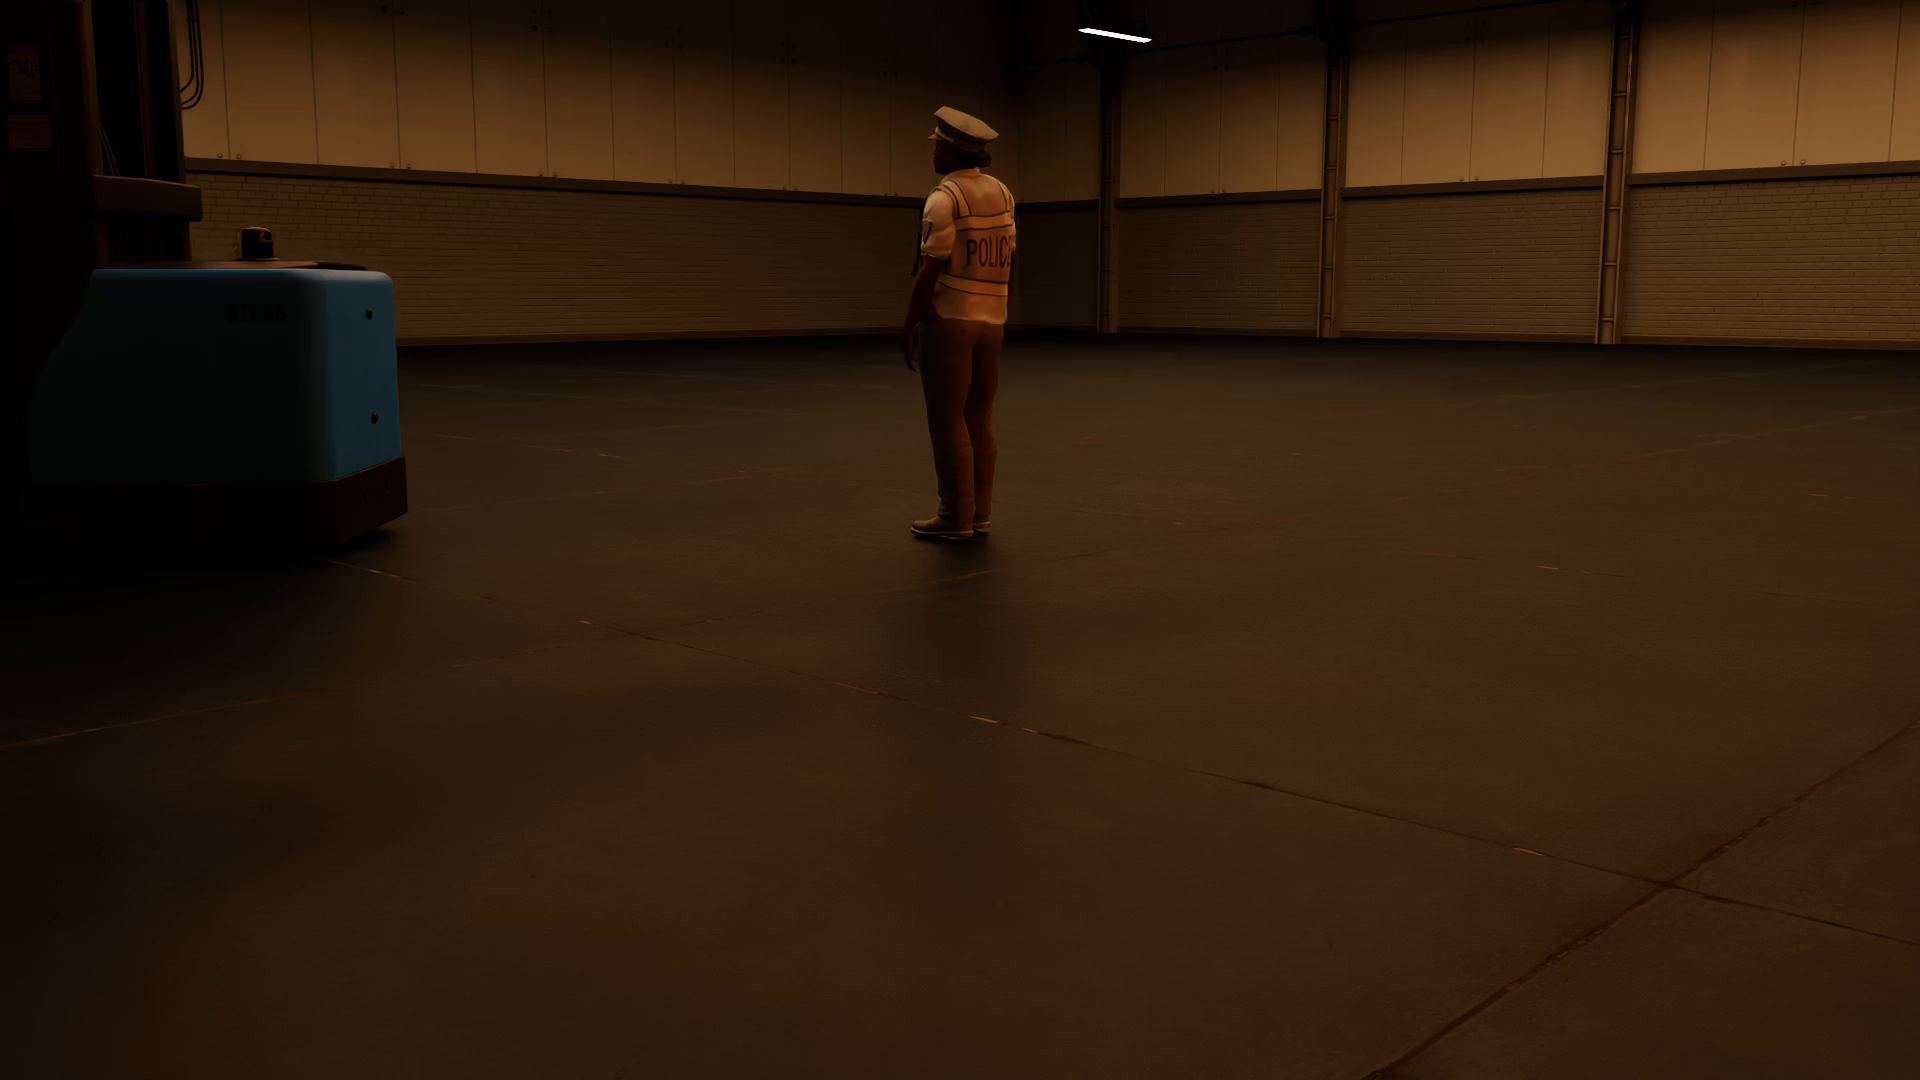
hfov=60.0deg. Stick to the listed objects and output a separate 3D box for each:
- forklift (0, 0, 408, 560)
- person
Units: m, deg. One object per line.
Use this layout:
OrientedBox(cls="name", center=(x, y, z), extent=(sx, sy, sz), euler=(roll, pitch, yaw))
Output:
OrientedBox(cls="forklift", center=(-3.813, -1.417, 6.283), extent=(3.031, 2.935, 1.130), euler=(0, 9, -3))
OrientedBox(cls="person", center=(-0.040, -0.855, 6.655), extent=(0.530, 1.695, 0.570), euler=(8, 12, 43))
